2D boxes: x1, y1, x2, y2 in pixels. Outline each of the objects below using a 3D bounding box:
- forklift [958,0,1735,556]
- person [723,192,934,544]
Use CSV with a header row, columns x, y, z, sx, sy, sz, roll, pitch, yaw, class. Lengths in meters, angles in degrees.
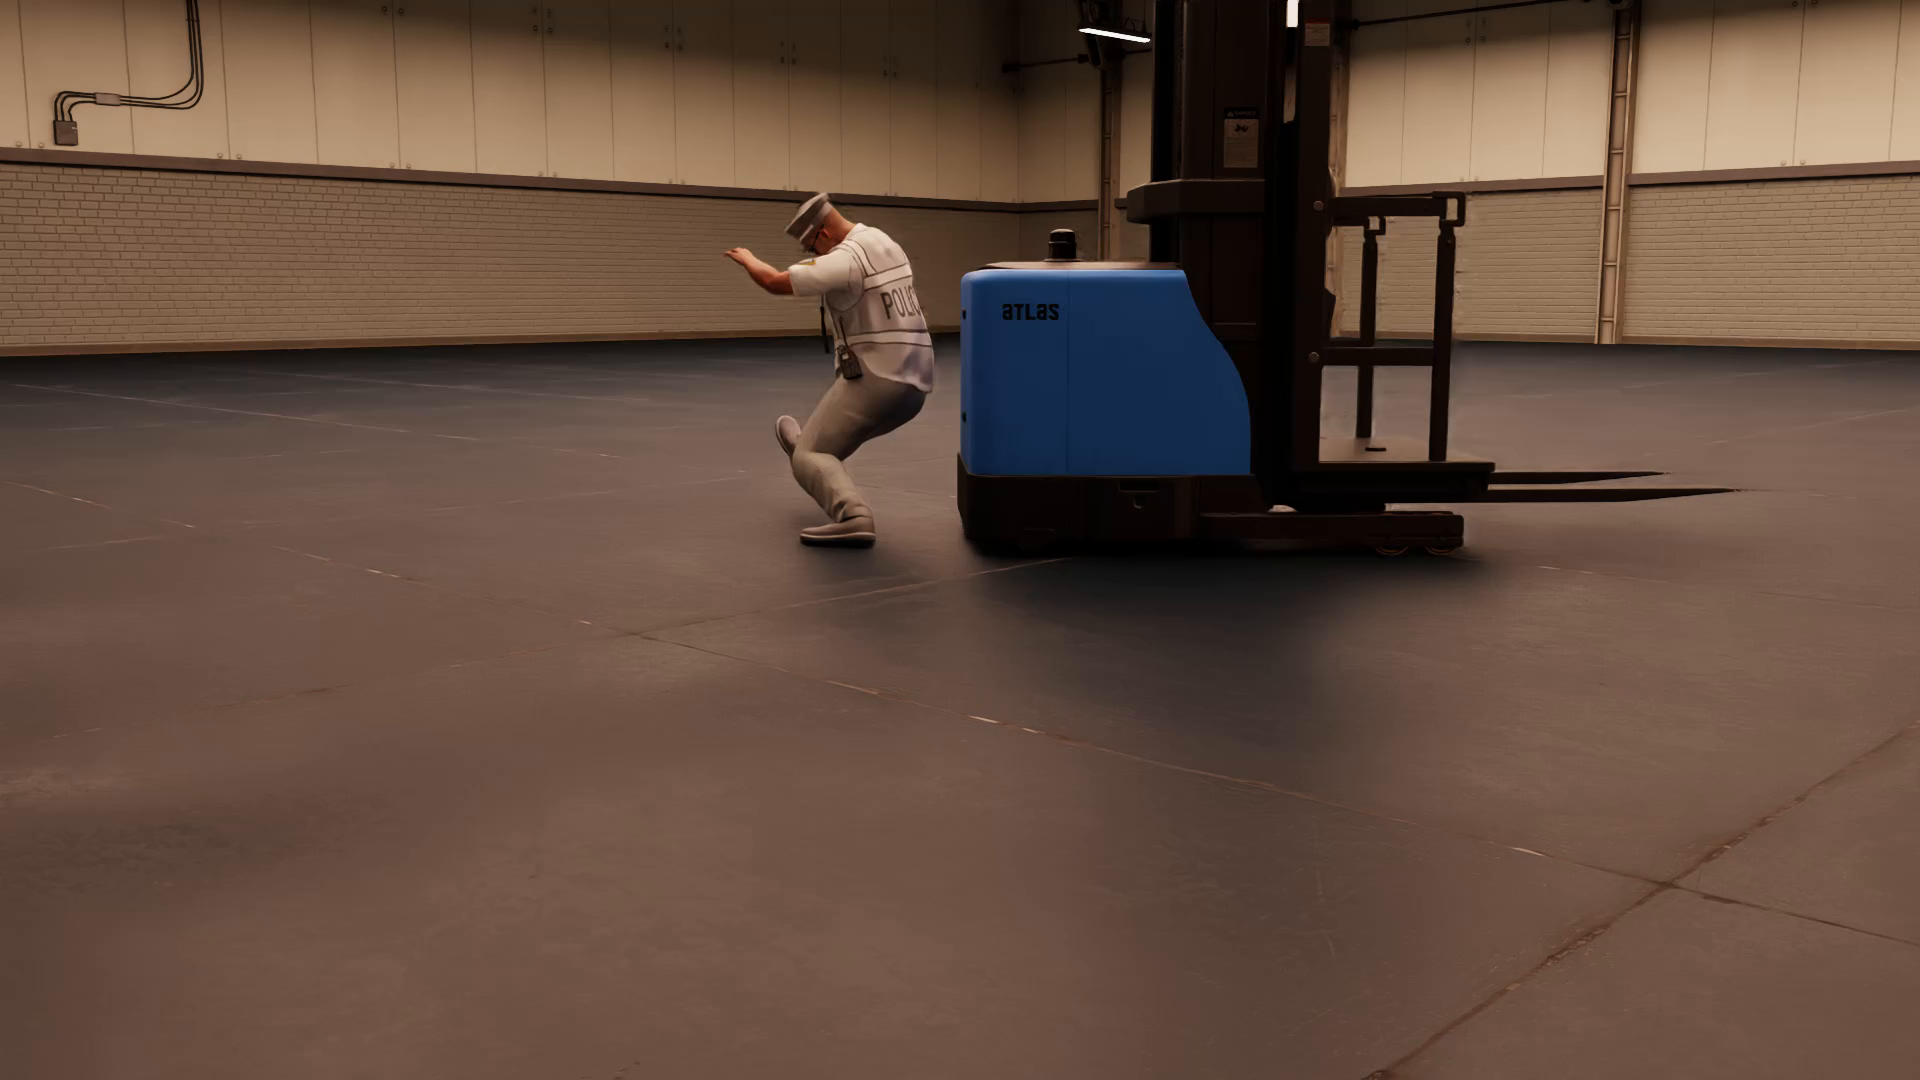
x,y,z,sx,sy,sz,roll,pitch,yaw,class
1.522,-1.466,6.611,3.031,2.935,1.130,0,9,-2,forklift
-0.599,-0.758,7.085,1.143,1.419,1.040,5,10,32,person
